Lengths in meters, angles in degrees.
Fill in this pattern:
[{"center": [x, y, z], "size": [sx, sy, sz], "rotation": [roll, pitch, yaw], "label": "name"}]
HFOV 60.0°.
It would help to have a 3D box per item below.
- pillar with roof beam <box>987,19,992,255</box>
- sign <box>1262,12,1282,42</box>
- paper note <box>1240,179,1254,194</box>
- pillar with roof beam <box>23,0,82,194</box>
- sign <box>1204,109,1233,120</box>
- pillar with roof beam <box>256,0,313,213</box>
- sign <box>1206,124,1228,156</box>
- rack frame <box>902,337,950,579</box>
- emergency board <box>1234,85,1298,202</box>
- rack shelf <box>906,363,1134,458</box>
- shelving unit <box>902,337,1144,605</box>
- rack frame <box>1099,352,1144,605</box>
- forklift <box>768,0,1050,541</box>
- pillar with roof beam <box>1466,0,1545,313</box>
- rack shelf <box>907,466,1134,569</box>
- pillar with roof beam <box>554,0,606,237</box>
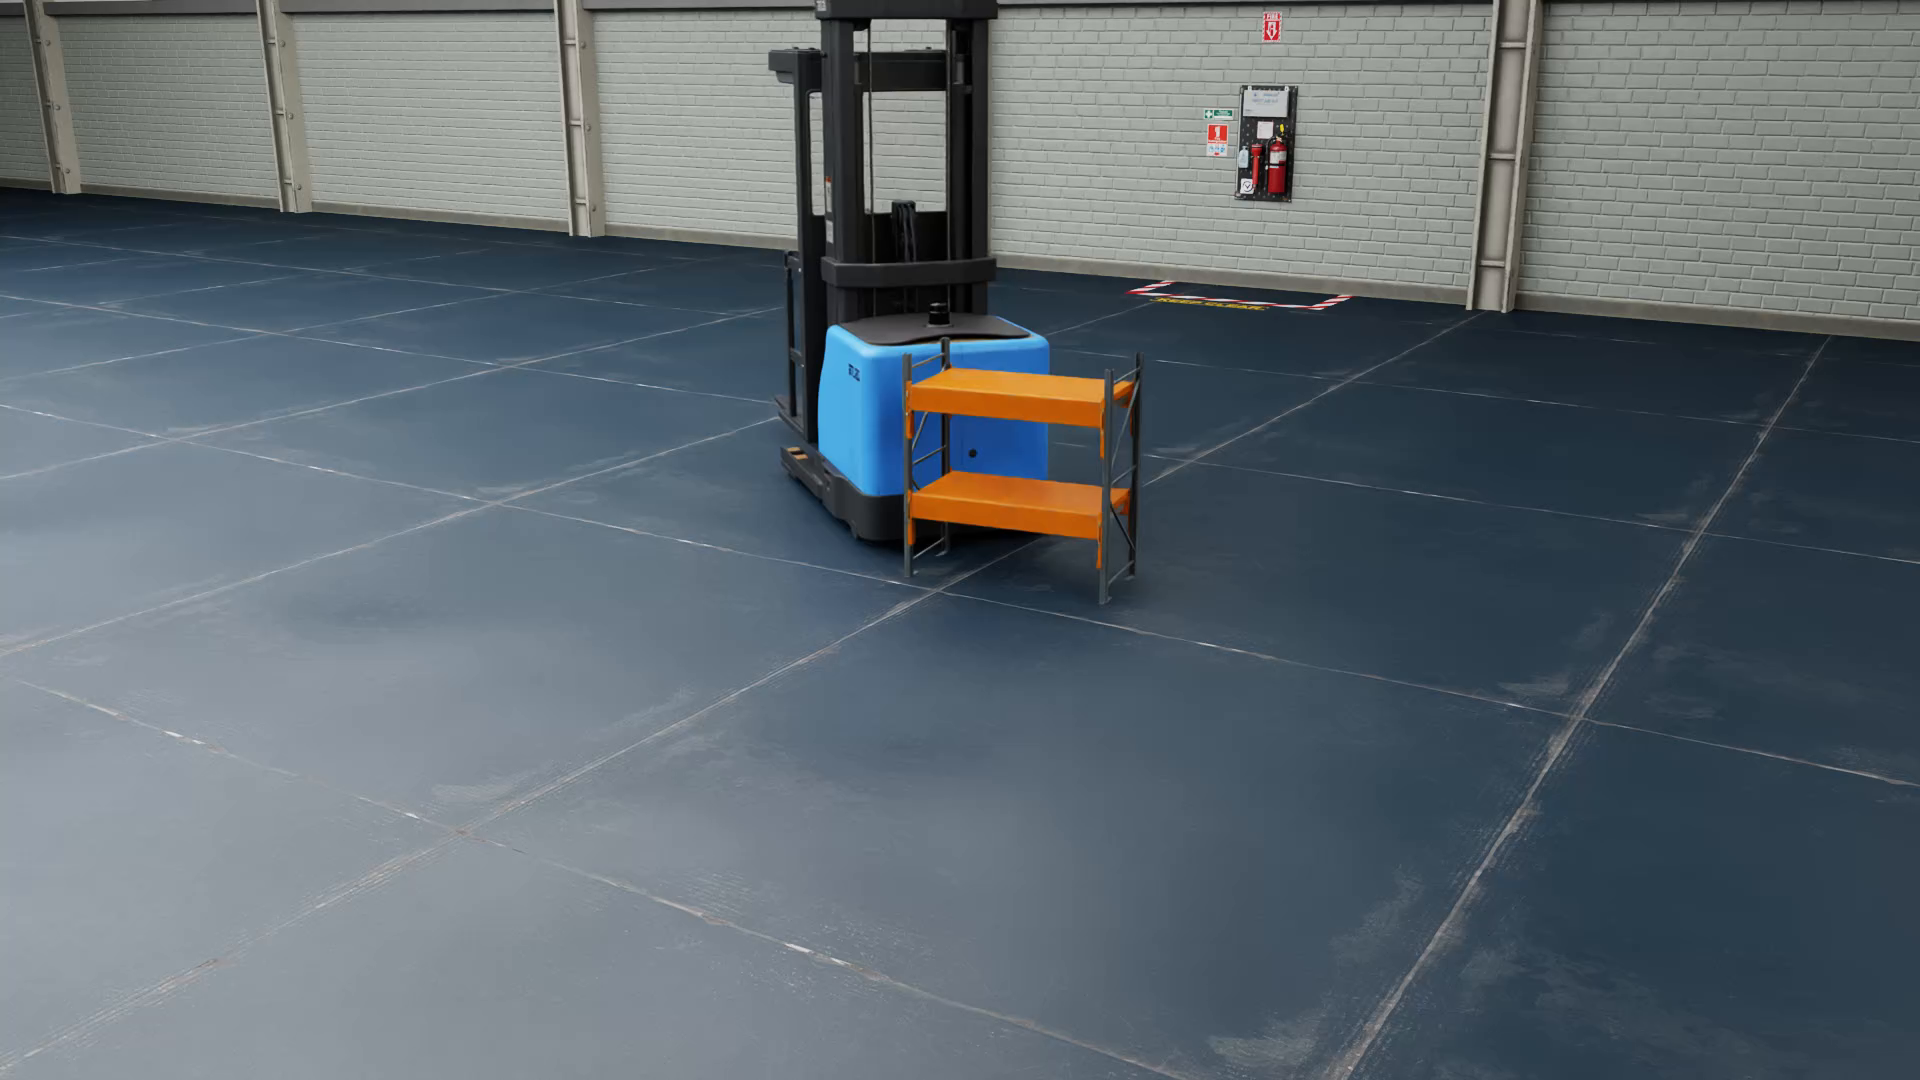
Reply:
[{"center": [-2.145, -6.427, 14.558], "size": [0.400, 9.000, 9.100], "rotation": [10, 20, 30], "label": "pillar with roof beam"}, {"center": [3.180, -5.231, 16.953], "size": [0.199, 0.298, 0.001], "rotation": [10, 20, 30], "label": "sign"}, {"center": [3.020, -3.718, 17.477], "size": [0.142, 0.148, 0.016], "rotation": [10, 20, 30], "label": "paper note"}, {"center": [-17.483, -9.165, 23.572], "size": [0.400, 9.000, 9.100], "rotation": [10, 20, 30], "label": "pillar with roof beam"}, {"center": [2.717, -4.473, 17.473], "size": [0.331, 0.109, 0.001], "rotation": [10, 20, 30], "label": "sign"}, {"center": [-12.370, -8.253, 20.567], "size": [0.400, 9.000, 9.100], "rotation": [10, 20, 30], "label": "pillar with roof beam"}, {"center": [2.718, -4.223, 17.560], "size": [0.234, 0.329, 0.001], "rotation": [10, 20, 30], "label": "sign"}, {"center": [-0.164, -0.414, 8.308], "size": [0.032, 1.125, 0.500], "rotation": [7, 18, 22], "label": "rack frame"}, {"center": [3.135, -4.096, 17.204], "size": [0.643, 1.169, 0.194], "rotation": [10, 20, 30], "label": "emergency board"}, {"center": [0.303, -0.635, 8.031], "size": [1.000, 0.278, 0.538], "rotation": [7, 18, 22], "label": "rack shelf"}, {"center": [0.303, -0.355, 8.116], "size": [1.048, 1.125, 0.538], "rotation": [7, 18, 22], "label": "shelving unit"}, {"center": [0.770, -0.297, 7.924], "size": [0.032, 1.125, 0.500], "rotation": [7, 18, 22], "label": "rack frame"}, {"center": [-0.464, -1.785, 9.716], "size": [1.130, 2.935, 3.031], "rotation": [-6, 18, -18], "label": "forklift"}, {"center": [2.968, -5.515, 11.554], "size": [0.400, 9.000, 9.100], "rotation": [10, 20, 30], "label": "pillar with roof beam"}, {"center": [0.303, -0.121, 8.187], "size": [1.000, 0.278, 0.538], "rotation": [7, 18, 22], "label": "rack shelf"}, {"center": [-7.258, -7.340, 17.563], "size": [0.400, 9.000, 9.100], "rotation": [10, 20, 30], "label": "pillar with roof beam"}]
